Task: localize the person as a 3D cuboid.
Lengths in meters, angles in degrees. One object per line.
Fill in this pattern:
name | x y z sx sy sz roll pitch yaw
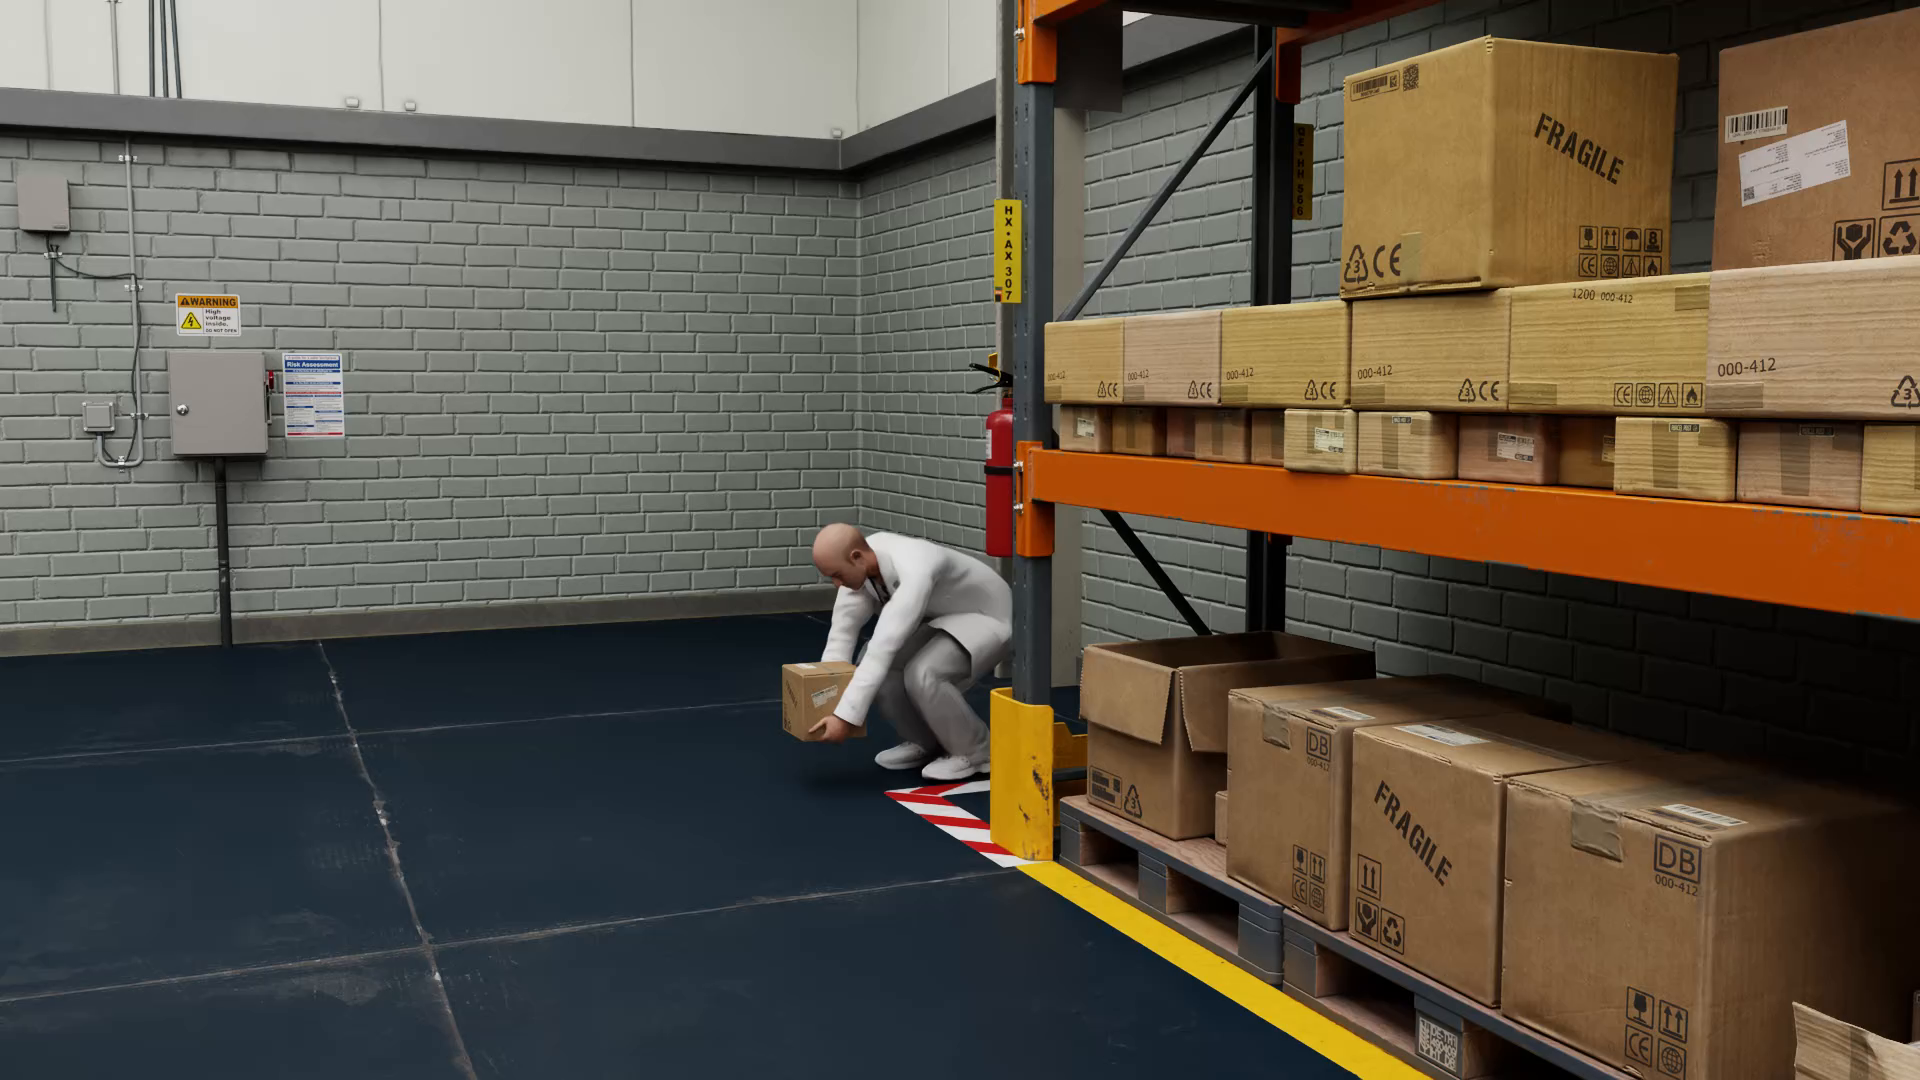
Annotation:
person | -0.198 0.417 6.416 0.958 1.001 0.581 -3 6 -31
